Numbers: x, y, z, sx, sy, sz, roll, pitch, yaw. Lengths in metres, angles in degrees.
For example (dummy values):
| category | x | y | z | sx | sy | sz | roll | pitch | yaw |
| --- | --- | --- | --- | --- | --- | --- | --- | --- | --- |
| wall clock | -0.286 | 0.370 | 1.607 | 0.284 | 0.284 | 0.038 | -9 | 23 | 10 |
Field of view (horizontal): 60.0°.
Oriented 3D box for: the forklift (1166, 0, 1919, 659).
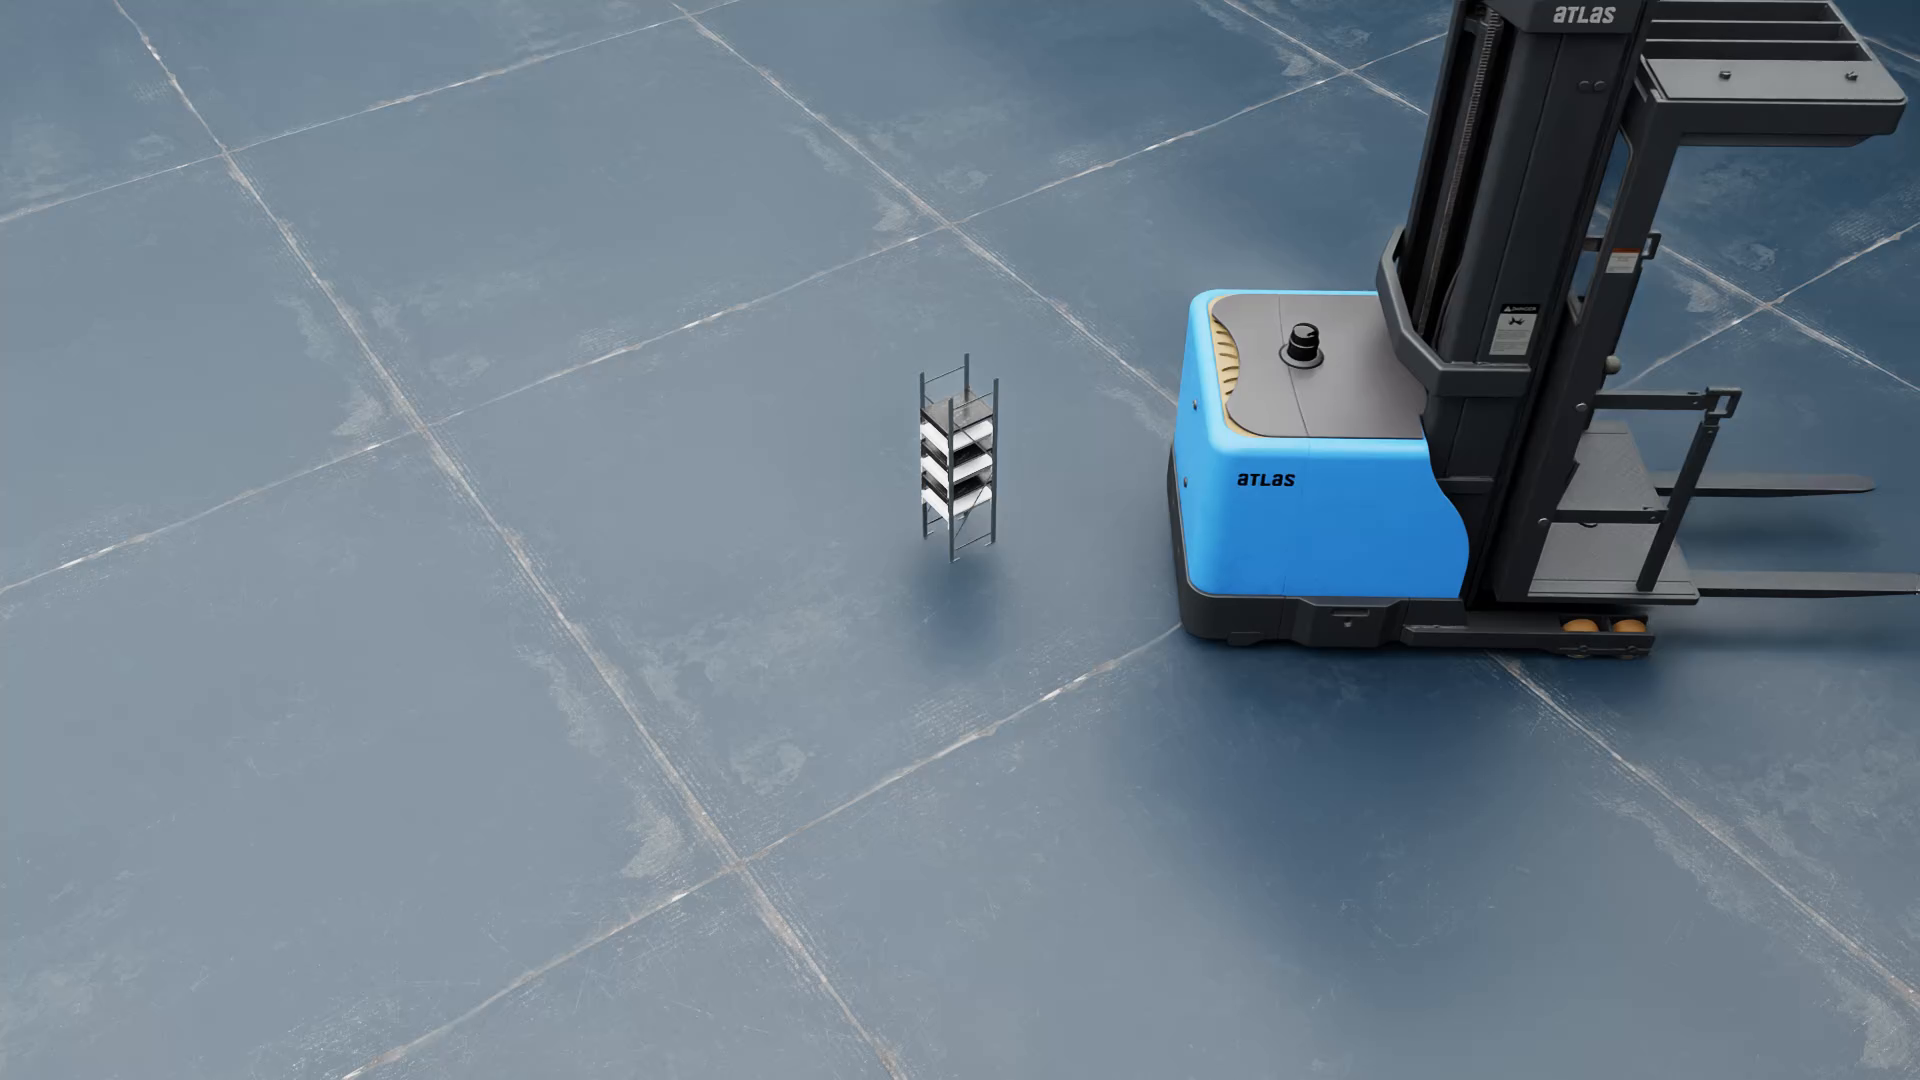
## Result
| category | x | y | z | sx | sy | sz | roll | pitch | yaw |
| --- | --- | --- | --- | --- | --- | --- | --- | --- | --- |
| forklift | 2.426 | -0.953 | 6.117 | 3.031 | 2.935 | 1.130 | 1 | 44 | 1 |

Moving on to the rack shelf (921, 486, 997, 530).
| category | x | y | z | sx | sy | sz | roll | pitch | yaw |
| --- | --- | --- | --- | --- | --- | --- | --- | --- | --- |
| rack shelf | -0.005 | -0.176 | 7.082 | 0.258 | 0.077 | 0.200 | -26 | 49 | -24 |

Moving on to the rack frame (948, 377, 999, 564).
| category | x | y | z | sx | sy | sz | roll | pitch | yaw |
| --- | --- | --- | --- | --- | --- | --- | --- | --- | --- |
| rack frame | 0.054 | -0.273 | 6.875 | 0.240 | 0.900 | 0.006 | -26 | 49 | -24 |

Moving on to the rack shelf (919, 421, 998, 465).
| category | x | y | z | sx | sy | sz | roll | pitch | yaw |
| --- | --- | --- | --- | --- | --- | --- | --- | --- | --- |
| rack shelf | -0.005 | -0.436 | 6.834 | 0.258 | 0.077 | 0.200 | -26 | 49 | -24 |

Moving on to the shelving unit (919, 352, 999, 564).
| category | x | y | z | sx | sy | sz | roll | pitch | yaw |
| --- | --- | --- | --- | --- | --- | --- | --- | --- | --- |
| shelving unit | -0.005 | -0.330 | 6.935 | 0.258 | 0.900 | 0.210 | -26 | 49 | -24 |

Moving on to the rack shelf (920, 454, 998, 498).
| category | x | y | z | sx | sy | sz | roll | pitch | yaw |
| --- | --- | --- | --- | --- | --- | --- | --- | --- | --- |
| rack shelf | -0.005 | -0.306 | 6.958 | 0.258 | 0.077 | 0.200 | -26 | 49 | -24 |

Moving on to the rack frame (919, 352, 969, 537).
| category | x | y | z | sx | sy | sz | roll | pitch | yaw |
| --- | --- | --- | --- | --- | --- | --- | --- | --- | --- |
| rack frame | -0.063 | -0.388 | 6.995 | 0.240 | 0.900 | 0.006 | -26 | 49 | -24 |

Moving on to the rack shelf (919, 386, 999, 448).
| category | x | y | z | sx | sy | sz | roll | pitch | yaw |
| --- | --- | --- | --- | --- | --- | --- | --- | --- | --- |
| rack shelf | -0.005 | -0.501 | 6.772 | 0.258 | 0.077 | 0.200 | -26 | 49 | -24 |

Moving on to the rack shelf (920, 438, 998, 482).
| category | x | y | z | sx | sy | sz | roll | pitch | yaw |
| --- | --- | --- | --- | --- | --- | --- | --- | --- | --- |
| rack shelf | -0.005 | -0.371 | 6.896 | 0.258 | 0.077 | 0.200 | -26 | 49 | -24 |

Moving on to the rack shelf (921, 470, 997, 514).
| category | x | y | z | sx | sy | sz | roll | pitch | yaw |
| --- | --- | --- | --- | --- | --- | --- | --- | --- | --- |
| rack shelf | -0.005 | -0.241 | 7.020 | 0.258 | 0.077 | 0.200 | -26 | 49 | -24 |
